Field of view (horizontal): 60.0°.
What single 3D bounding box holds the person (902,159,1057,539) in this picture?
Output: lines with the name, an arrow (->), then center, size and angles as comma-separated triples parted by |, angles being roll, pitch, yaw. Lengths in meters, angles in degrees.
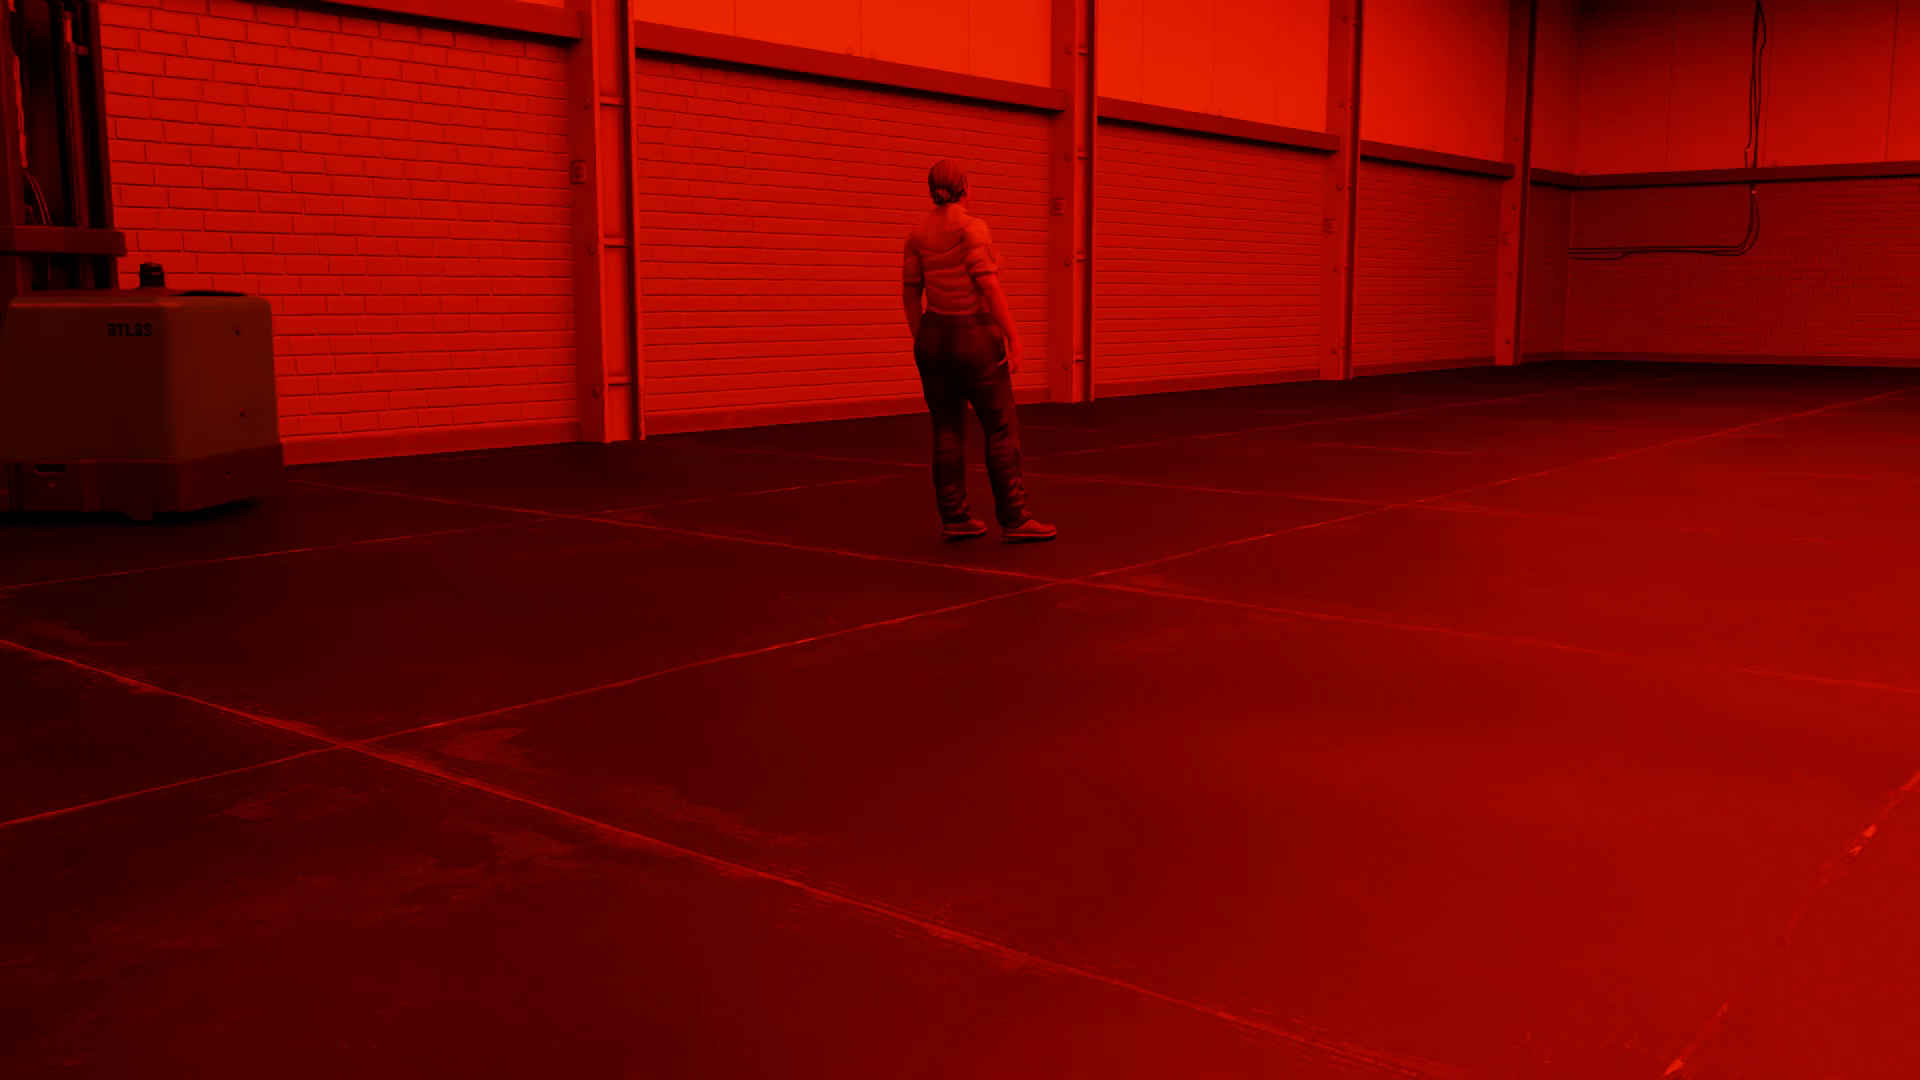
person -> 0.075, -0.830, 7.340 | 0.598, 1.651, 0.502 | 7, 11, 38

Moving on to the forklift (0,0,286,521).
forklift -> -5.088, -1.599, 8.212 | 3.031, 2.935, 1.130 | 1, 8, 4
